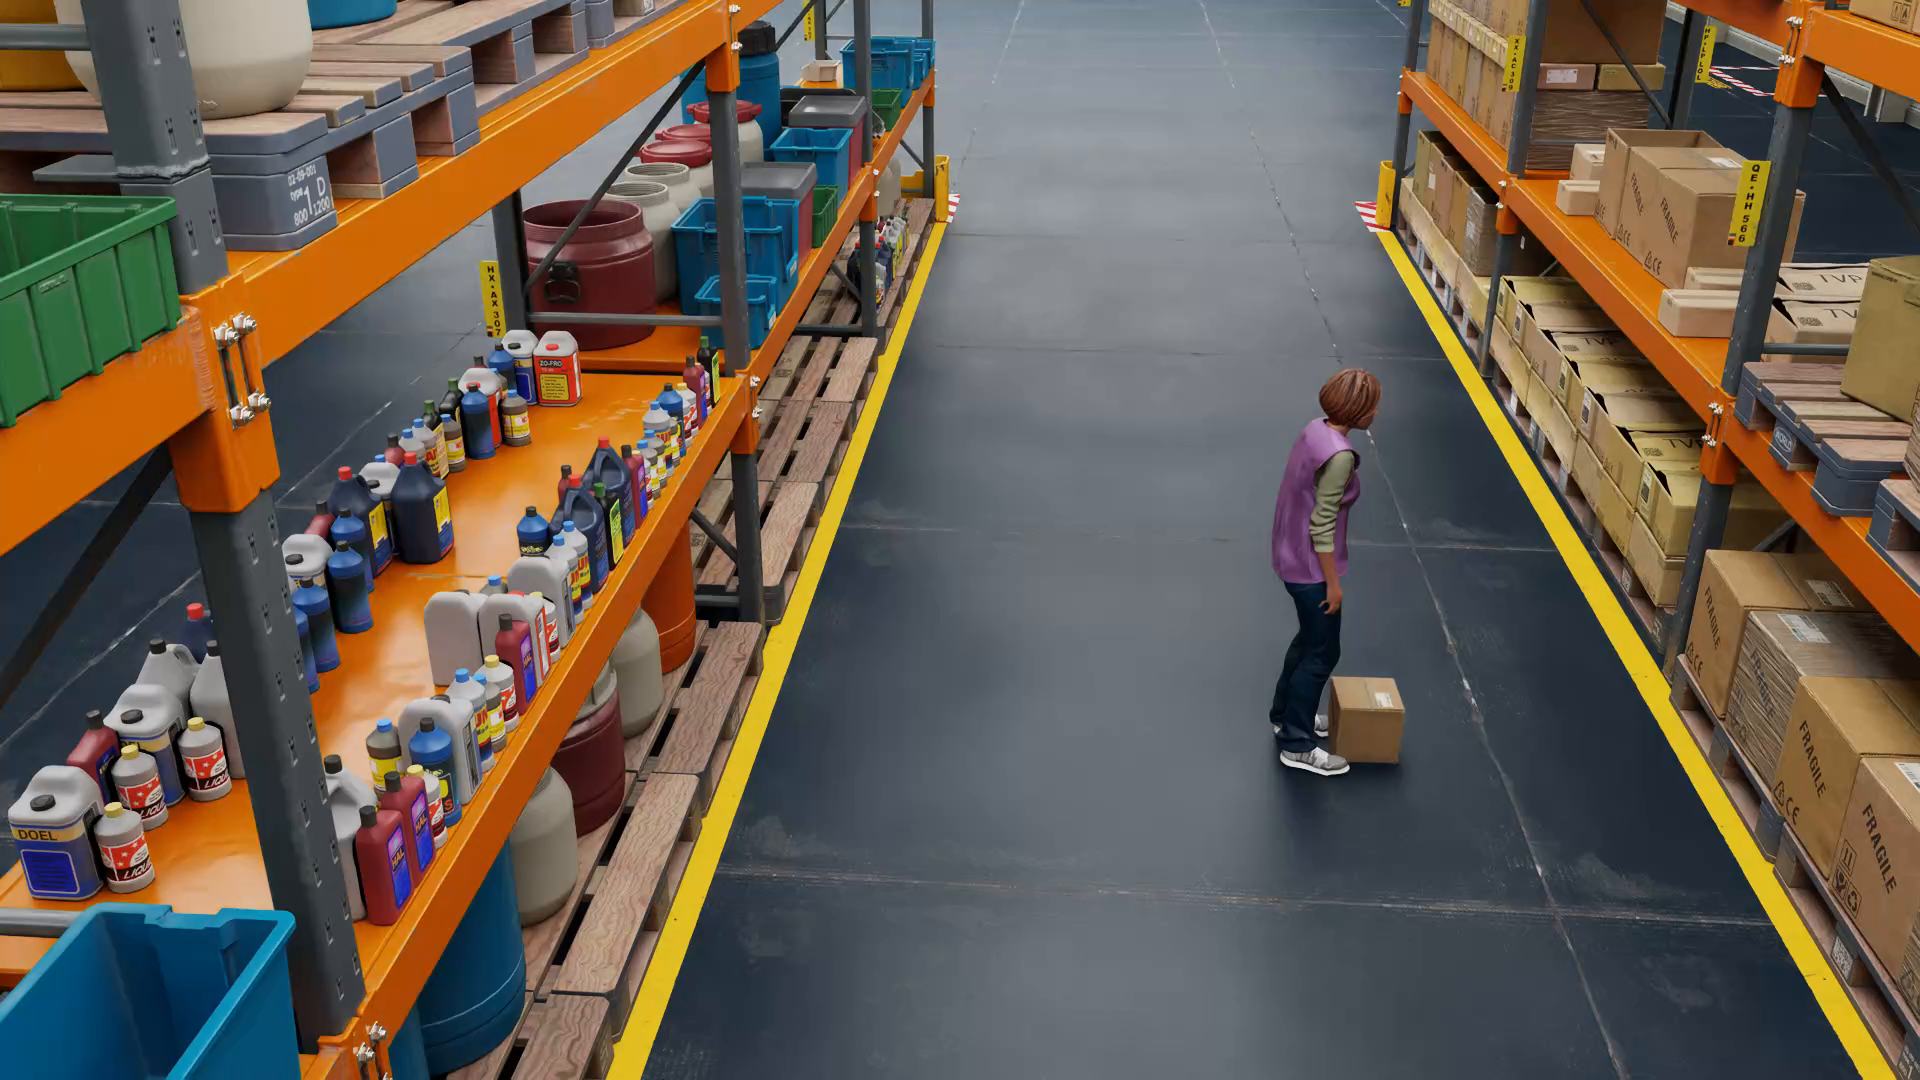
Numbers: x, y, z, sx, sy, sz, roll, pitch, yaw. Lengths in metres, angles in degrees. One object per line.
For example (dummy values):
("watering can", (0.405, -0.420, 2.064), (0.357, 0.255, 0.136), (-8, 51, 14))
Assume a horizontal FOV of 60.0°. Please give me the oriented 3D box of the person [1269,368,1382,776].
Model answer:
("person", (1.375, 0.108, 6.388), (0.347, 1.592, 0.473), (1, 25, 1))
